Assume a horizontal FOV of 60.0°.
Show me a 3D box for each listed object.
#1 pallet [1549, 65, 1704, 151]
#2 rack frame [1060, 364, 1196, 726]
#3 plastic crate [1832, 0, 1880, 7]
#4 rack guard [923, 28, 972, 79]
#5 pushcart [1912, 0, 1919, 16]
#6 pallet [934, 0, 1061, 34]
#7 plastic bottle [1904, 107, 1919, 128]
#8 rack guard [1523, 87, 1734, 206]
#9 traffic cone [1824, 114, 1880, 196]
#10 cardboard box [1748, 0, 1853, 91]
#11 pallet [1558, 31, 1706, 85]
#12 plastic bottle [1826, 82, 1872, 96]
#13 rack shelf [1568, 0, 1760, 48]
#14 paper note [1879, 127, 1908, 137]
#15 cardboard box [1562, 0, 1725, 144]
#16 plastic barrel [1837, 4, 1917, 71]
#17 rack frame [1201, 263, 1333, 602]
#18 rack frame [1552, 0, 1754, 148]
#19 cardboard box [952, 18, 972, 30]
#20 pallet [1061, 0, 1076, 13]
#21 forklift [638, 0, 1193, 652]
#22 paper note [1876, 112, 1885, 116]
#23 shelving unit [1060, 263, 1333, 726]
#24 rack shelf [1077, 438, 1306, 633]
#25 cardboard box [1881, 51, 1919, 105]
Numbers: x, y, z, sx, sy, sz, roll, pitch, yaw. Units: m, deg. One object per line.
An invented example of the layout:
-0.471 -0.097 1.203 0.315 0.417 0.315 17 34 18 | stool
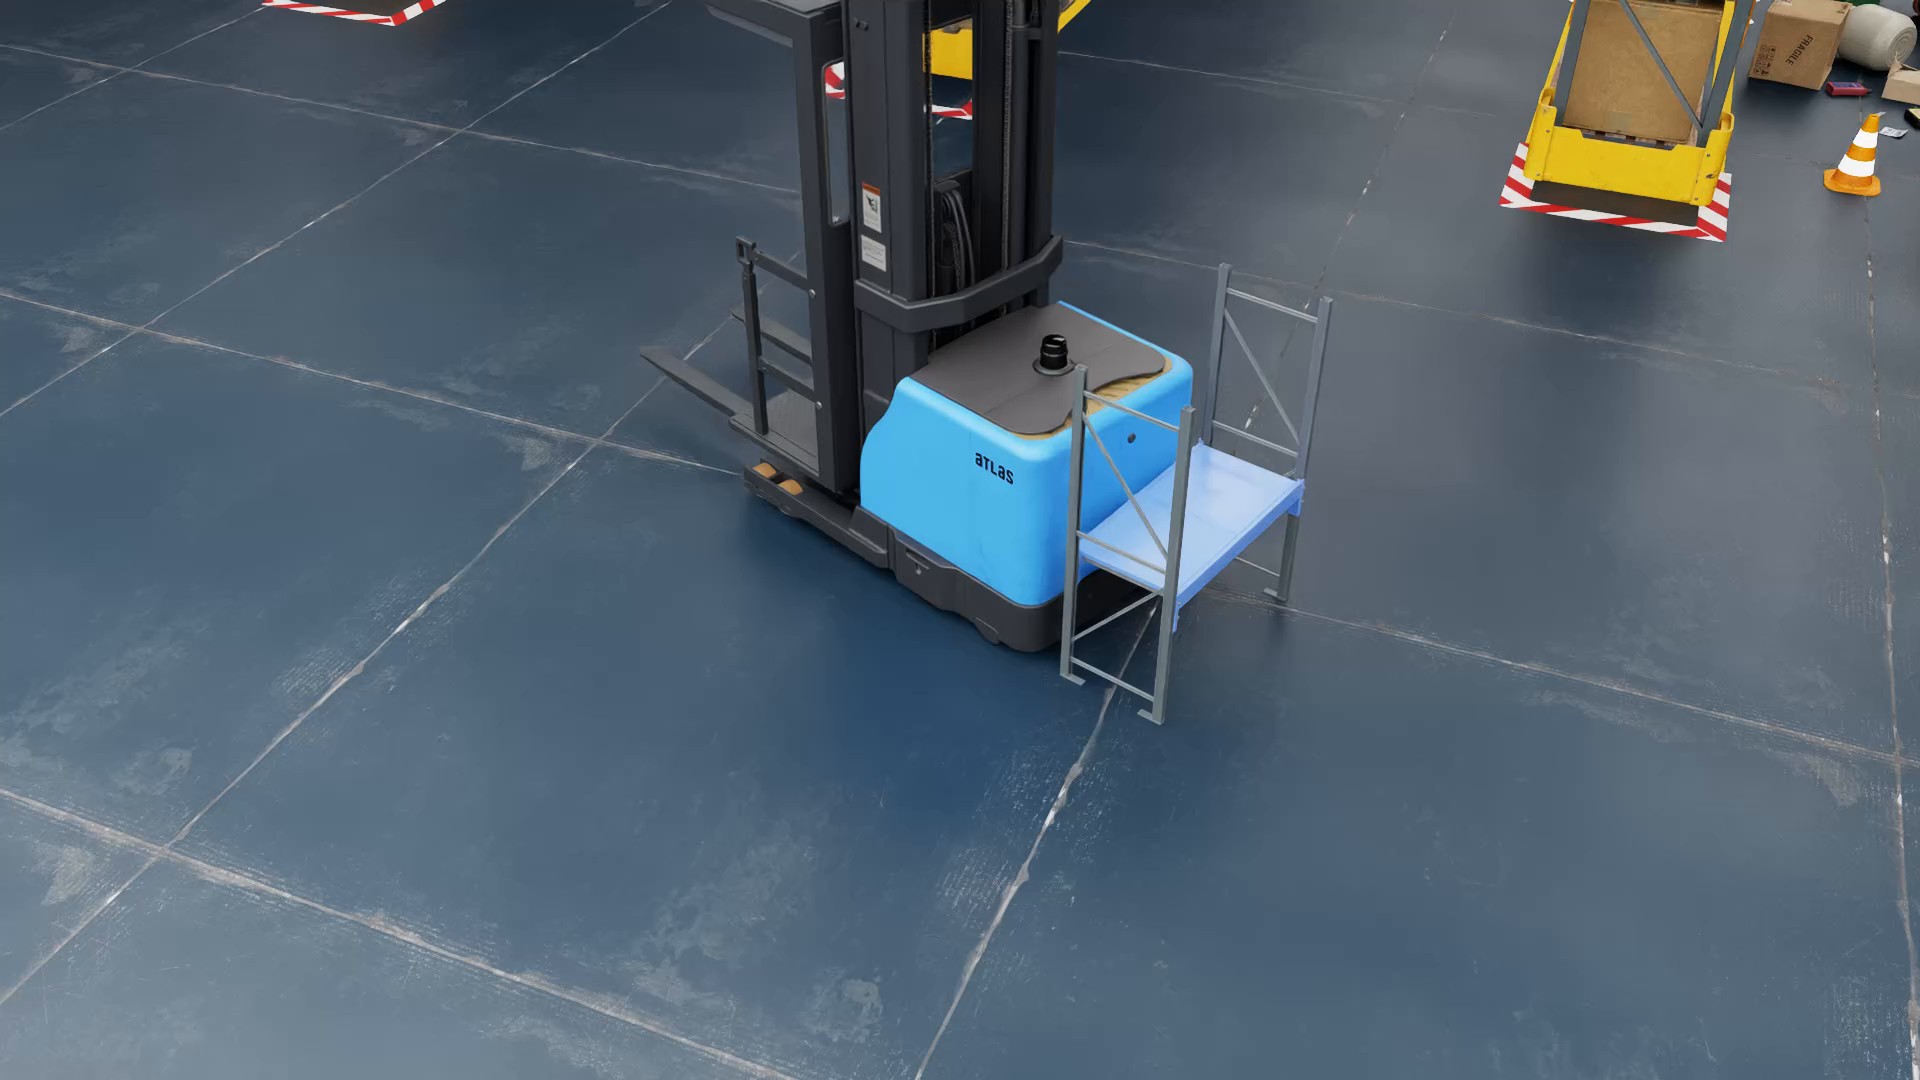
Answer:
4.542 -2.903 11.458 1.003 0.211 1.213 14 39 18 | pallet
0.626 0.053 6.427 0.500 1.500 0.032 25 44 30 | rack frame
6.977 -4.277 13.267 0.662 0.188 0.450 -25 33 -29 | plastic crate
-0.210 -3.787 12.398 1.175 0.500 0.348 14 39 18 | rack guard
8.320 -4.144 12.979 1.648 0.377 0.936 1 37 2 | pushcart
0.132 -4.113 13.076 1.003 0.211 1.213 14 39 18 | pallet
6.729 -2.974 11.678 0.133 0.061 0.283 1 37 2 | plastic bottle
4.301 -2.545 10.738 1.175 0.500 0.348 14 39 18 | rack guard
5.825 -2.514 10.727 0.336 0.463 0.334 14 39 18 | traffic cone
6.190 -3.681 12.255 0.500 0.500 0.500 21 42 25 | cardboard box
5.007 -3.577 12.359 1.003 0.211 1.213 14 39 18 | pallet
6.463 -3.276 12.082 0.283 0.061 0.133 1 37 2 | plastic bottle
5.071 -4.379 11.704 1.077 0.370 4.000 14 39 18 | rack shelf
6.461 -2.828 11.510 0.144 0.017 0.142 29 45 33 | paper note
4.507 -3.268 11.040 0.875 0.875 0.875 14 39 18 | cardboard box
6.819 -3.765 12.434 0.421 0.421 0.512 -17 40 -22 | plastic barrel
1.255 -0.425 7.066 0.500 1.500 0.032 25 44 30 | rack frame
4.310 -3.560 10.007 1.000 3.000 0.127 14 39 18 | rack frame
0.014 -4.255 12.674 0.500 0.500 0.500 21 42 26 | cardboard box
0.598 -4.786 13.976 1.003 0.211 1.213 14 39 18 | pallet
-0.393 -1.486 7.290 1.130 2.935 3.031 -30 46 -34 | forklift
6.508 -3.013 11.772 0.123 0.001 0.032 -25 43 -29 | paper note
0.940 -0.186 6.747 0.538 1.500 1.048 25 44 30 | shelving unit
0.940 -0.042 6.854 0.538 0.185 1.000 25 44 30 | rack shelf
6.881 -3.308 11.954 0.396 0.266 0.258 21 42 25 | cardboard box
